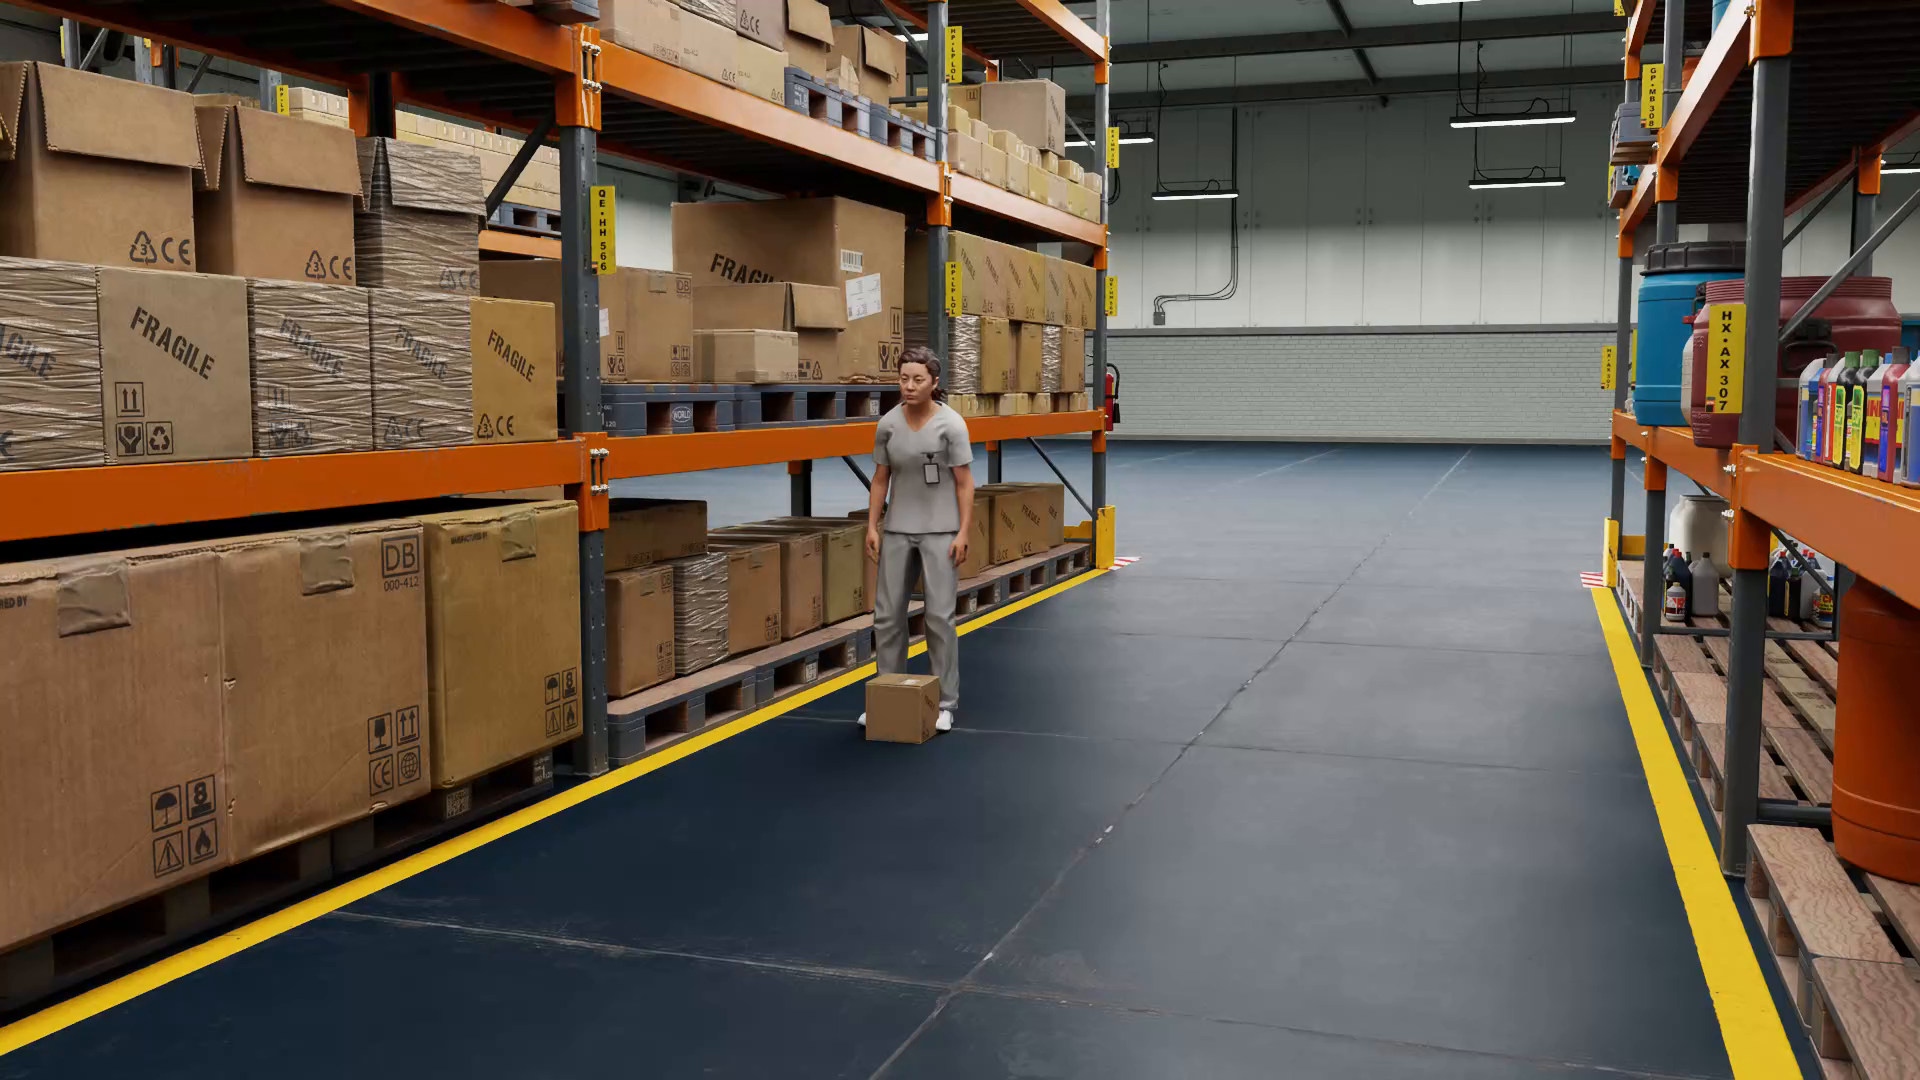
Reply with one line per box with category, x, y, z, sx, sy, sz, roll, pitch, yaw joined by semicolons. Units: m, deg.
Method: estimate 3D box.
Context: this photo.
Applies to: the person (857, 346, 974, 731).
person;-0.178;-0.010;7.307;0.486;1.673;0.358;2;6;19
